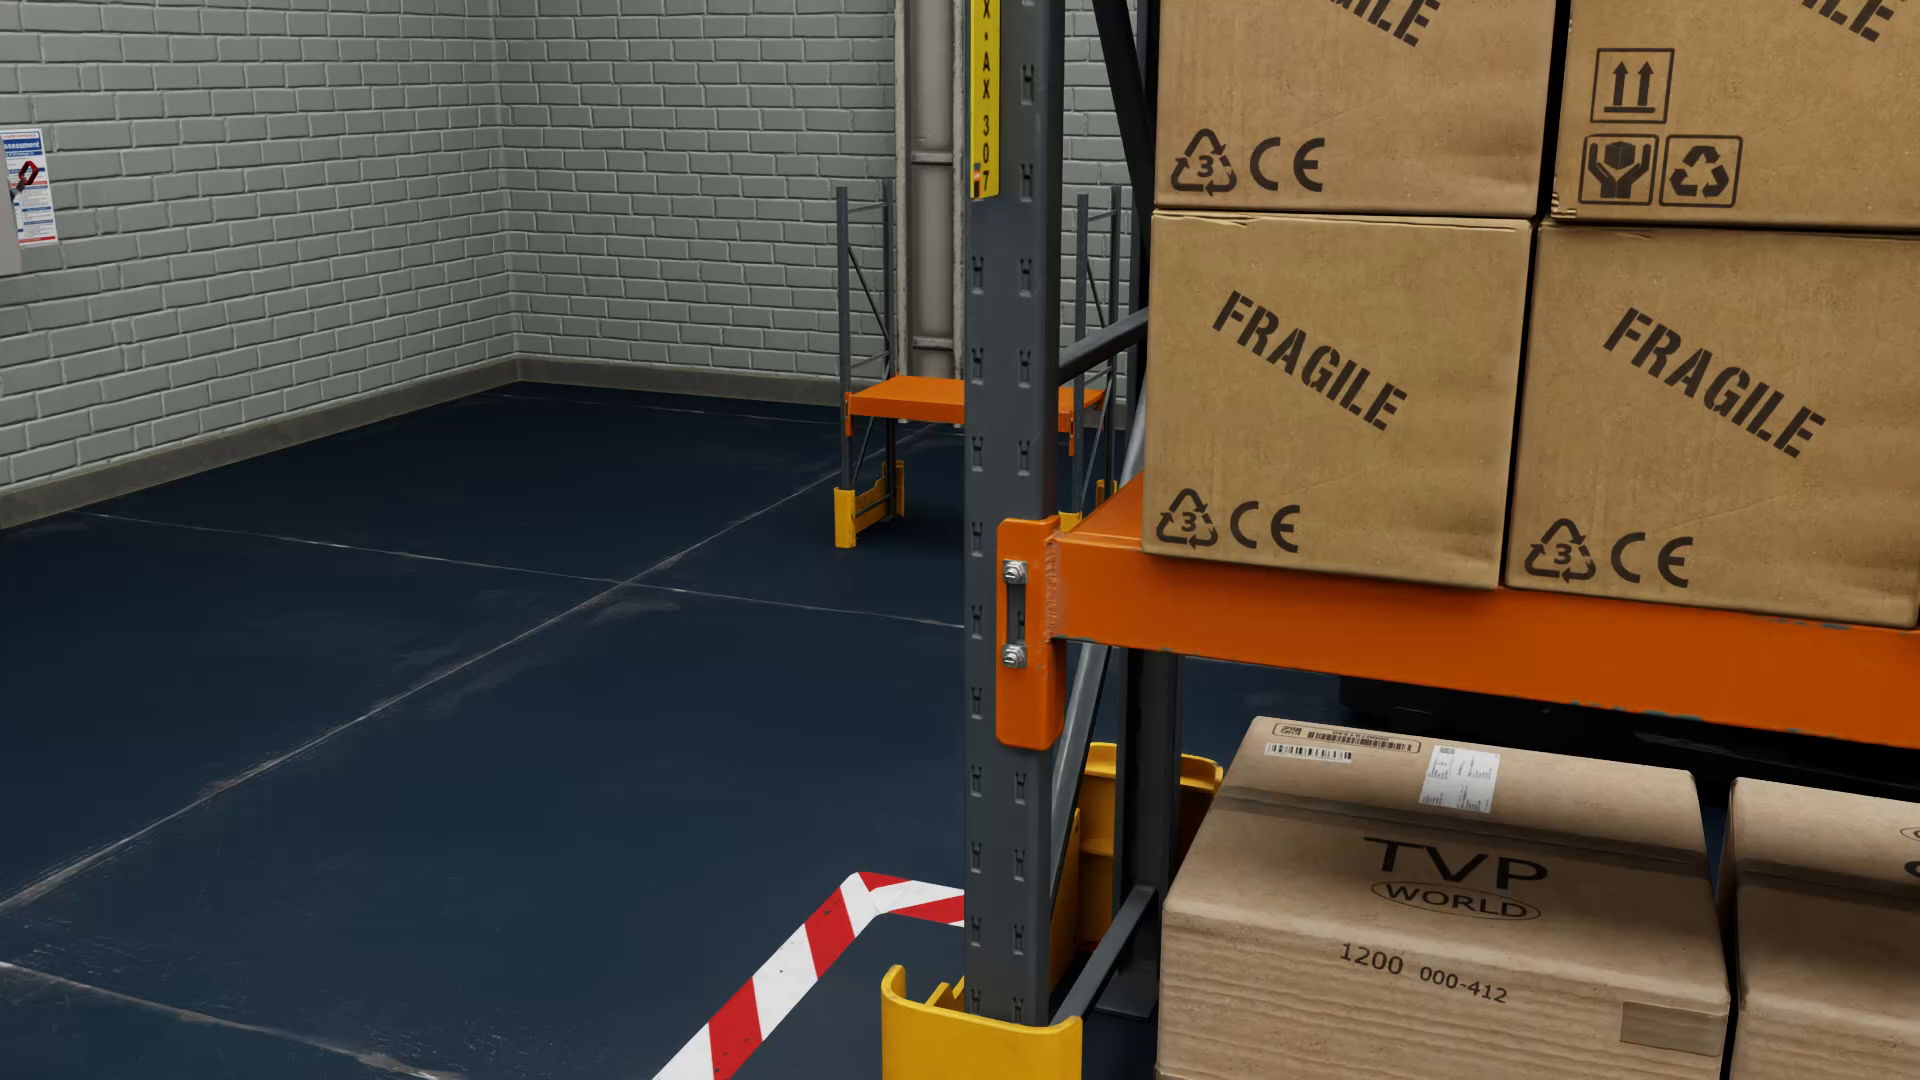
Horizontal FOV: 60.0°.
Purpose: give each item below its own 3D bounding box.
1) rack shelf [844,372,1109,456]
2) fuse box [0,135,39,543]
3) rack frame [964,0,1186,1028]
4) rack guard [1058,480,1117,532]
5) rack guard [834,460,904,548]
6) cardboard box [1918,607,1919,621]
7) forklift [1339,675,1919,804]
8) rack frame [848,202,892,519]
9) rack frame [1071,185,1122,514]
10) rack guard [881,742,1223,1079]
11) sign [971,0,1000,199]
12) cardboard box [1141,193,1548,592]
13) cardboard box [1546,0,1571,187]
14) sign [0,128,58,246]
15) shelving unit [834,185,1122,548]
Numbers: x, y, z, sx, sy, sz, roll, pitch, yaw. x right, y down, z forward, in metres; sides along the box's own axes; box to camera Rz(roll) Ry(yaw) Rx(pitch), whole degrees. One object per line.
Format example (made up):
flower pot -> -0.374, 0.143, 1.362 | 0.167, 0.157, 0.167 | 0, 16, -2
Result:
rack shelf -> 0.079, -0.539, 6.985 | 1.000, 0.185, 0.538 | 6, 17, 21
fuse box -> -4.103, -0.815, 6.911 | 0.414, 1.711, 0.539 | 6, 17, 21
rack frame -> 0.244, -0.333, 2.940 | 0.127, 3.000, 1.000 | 6, 17, 21
rack guard -> 0.534, -0.061, 6.936 | 0.087, 0.250, 0.587 | 6, 17, 21
rack guard -> -0.392, -0.163, 7.287 | 0.087, 0.250, 0.587 | 6, 17, 21
cardboard box -> 1.533, -0.156, 2.151 | 0.500, 0.500, 0.500 | 6, 17, 20
forklift -> 2.723, -0.745, 4.483 | 3.031, 2.935, 1.130 | 9, 18, 28
rack frame -> -0.393, -0.764, 7.115 | 0.013, 1.308, 0.475 | 6, 17, 21
rack frame -> 0.552, -0.660, 6.755 | 0.032, 1.500, 0.500 | 6, 17, 21
rack guard -> 0.222, 0.865, 3.297 | 0.348, 0.500, 1.175 | 6, 17, 21
sign -> 0.035, -0.643, 2.314 | 0.005, 0.325, 0.100 | 6, 17, 21
cardboard box -> 0.586, -0.257, 2.500 | 0.500, 0.500, 0.500 | 6, 17, 20
cardboard box -> 0.780, -0.873, 2.829 | 0.500, 0.500, 0.500 | 7, 18, 22
sign -> -4.114, -1.537, 7.258 | 0.001, 0.494, 0.329 | 6, 17, 21
shelving unit -> 0.071, -0.712, 6.938 | 1.083, 1.500, 0.587 | 6, 17, 21
